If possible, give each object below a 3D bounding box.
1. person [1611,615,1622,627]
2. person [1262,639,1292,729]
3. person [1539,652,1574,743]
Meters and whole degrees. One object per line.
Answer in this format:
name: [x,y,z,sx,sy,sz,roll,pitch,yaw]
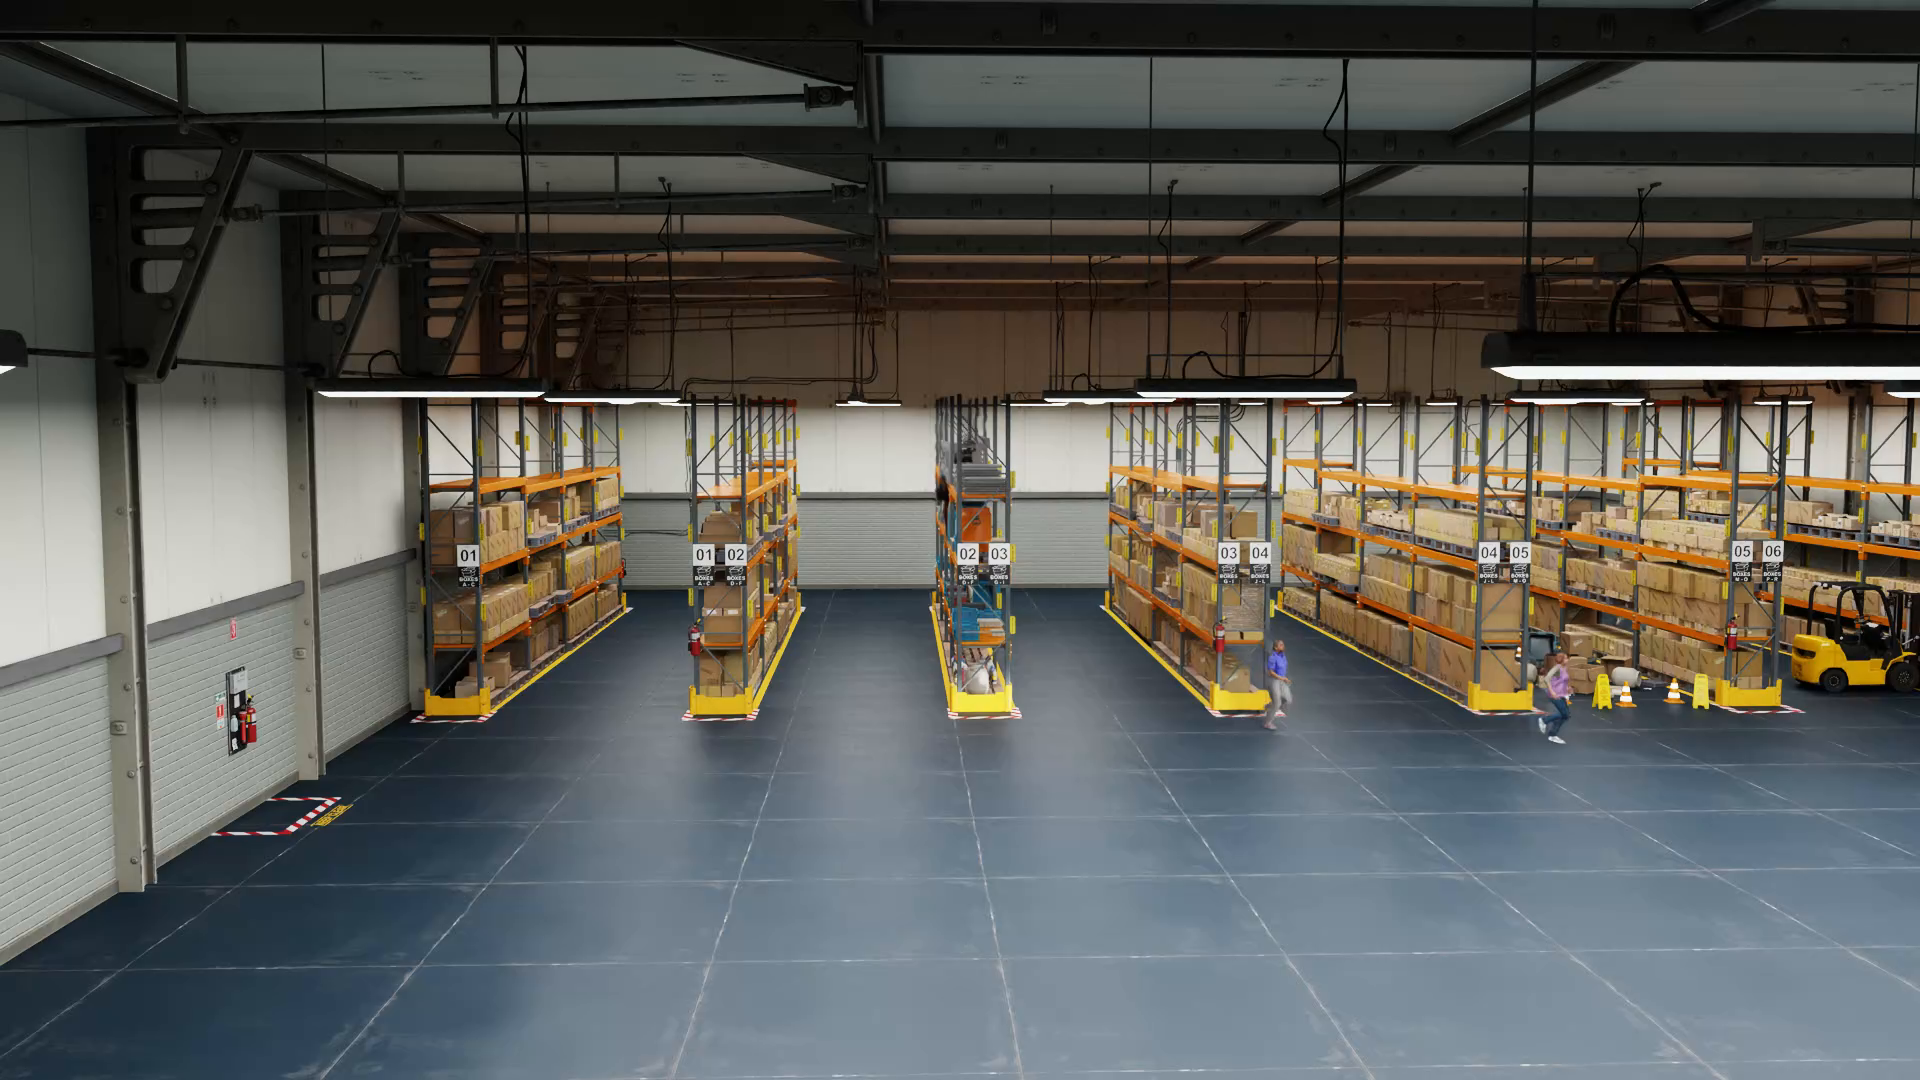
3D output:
person: [17.249,1.494,43.555,0.599,1.604,0.544,-1,5,-8]
person: [5.730,2.584,29.808,0.597,1.618,0.609,4,6,42]
person: [10.270,2.703,28.634,0.532,1.558,0.525,4,6,41]
